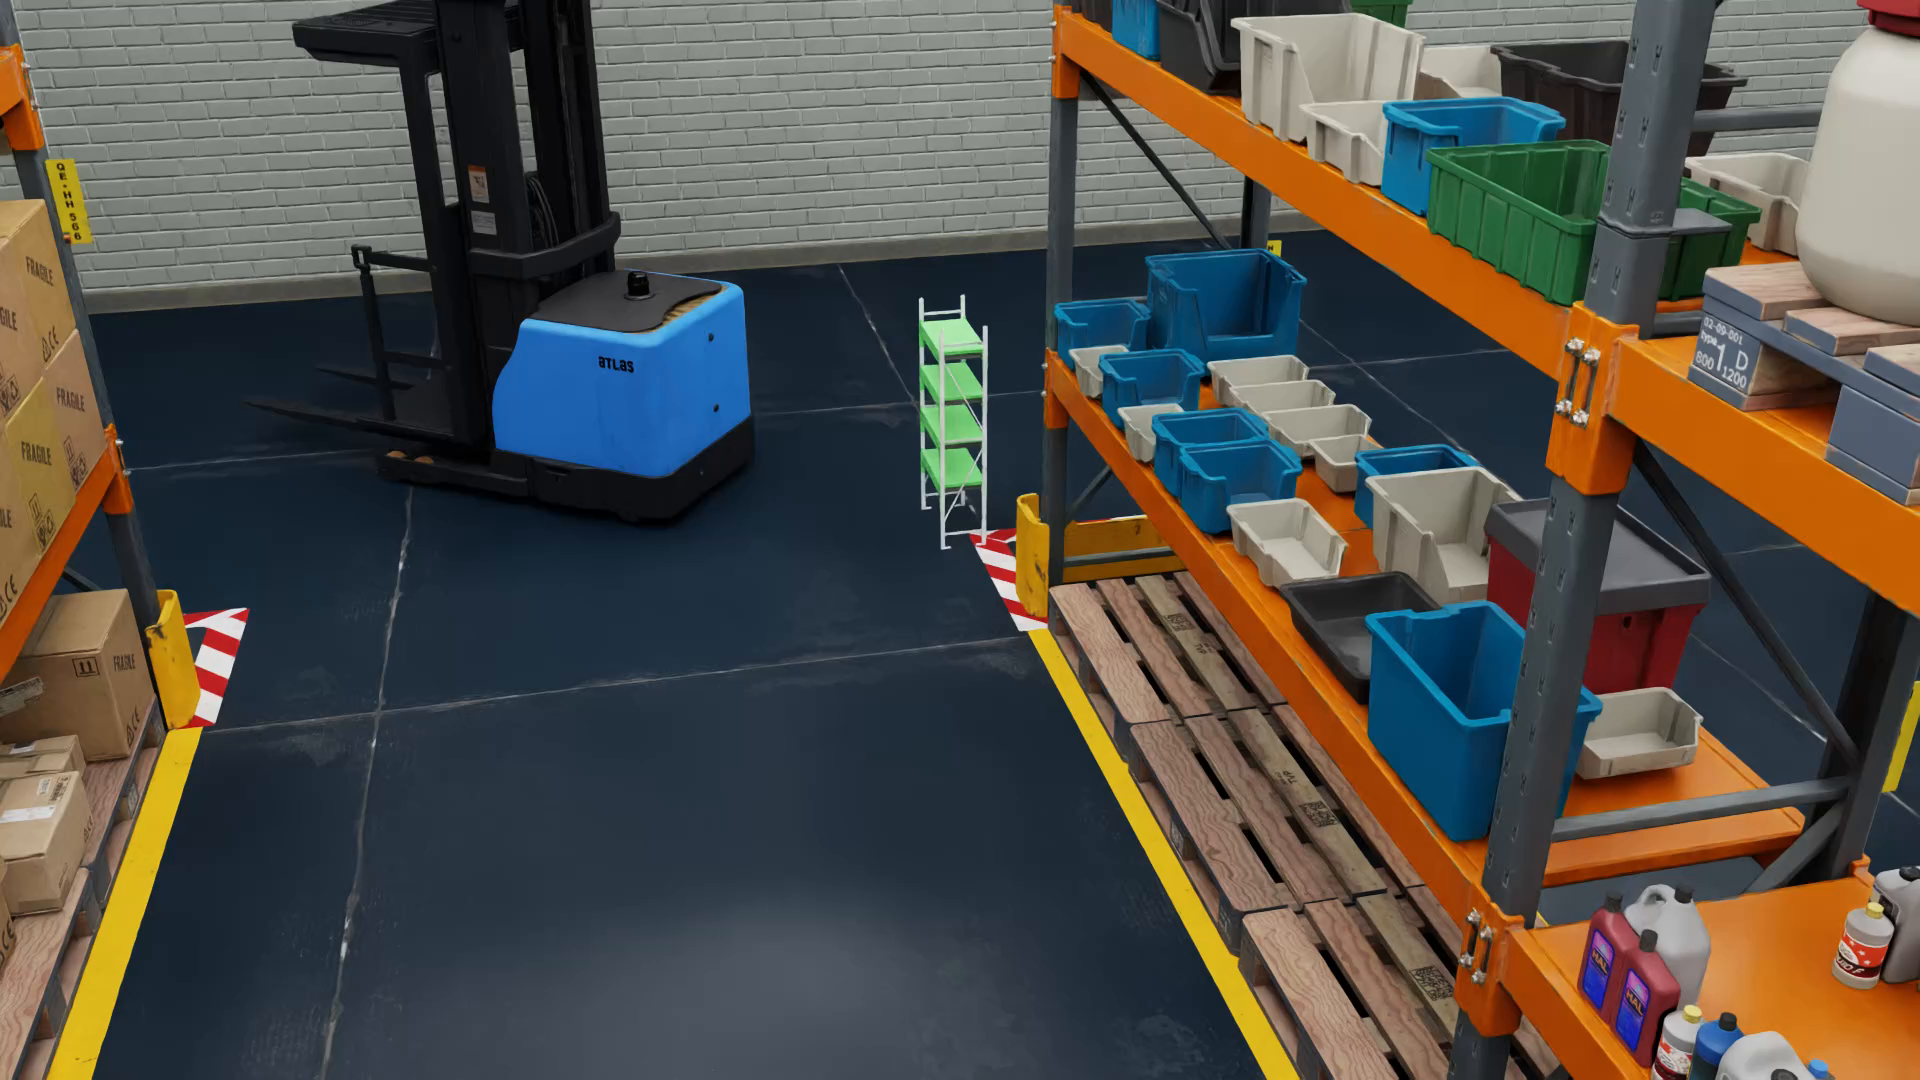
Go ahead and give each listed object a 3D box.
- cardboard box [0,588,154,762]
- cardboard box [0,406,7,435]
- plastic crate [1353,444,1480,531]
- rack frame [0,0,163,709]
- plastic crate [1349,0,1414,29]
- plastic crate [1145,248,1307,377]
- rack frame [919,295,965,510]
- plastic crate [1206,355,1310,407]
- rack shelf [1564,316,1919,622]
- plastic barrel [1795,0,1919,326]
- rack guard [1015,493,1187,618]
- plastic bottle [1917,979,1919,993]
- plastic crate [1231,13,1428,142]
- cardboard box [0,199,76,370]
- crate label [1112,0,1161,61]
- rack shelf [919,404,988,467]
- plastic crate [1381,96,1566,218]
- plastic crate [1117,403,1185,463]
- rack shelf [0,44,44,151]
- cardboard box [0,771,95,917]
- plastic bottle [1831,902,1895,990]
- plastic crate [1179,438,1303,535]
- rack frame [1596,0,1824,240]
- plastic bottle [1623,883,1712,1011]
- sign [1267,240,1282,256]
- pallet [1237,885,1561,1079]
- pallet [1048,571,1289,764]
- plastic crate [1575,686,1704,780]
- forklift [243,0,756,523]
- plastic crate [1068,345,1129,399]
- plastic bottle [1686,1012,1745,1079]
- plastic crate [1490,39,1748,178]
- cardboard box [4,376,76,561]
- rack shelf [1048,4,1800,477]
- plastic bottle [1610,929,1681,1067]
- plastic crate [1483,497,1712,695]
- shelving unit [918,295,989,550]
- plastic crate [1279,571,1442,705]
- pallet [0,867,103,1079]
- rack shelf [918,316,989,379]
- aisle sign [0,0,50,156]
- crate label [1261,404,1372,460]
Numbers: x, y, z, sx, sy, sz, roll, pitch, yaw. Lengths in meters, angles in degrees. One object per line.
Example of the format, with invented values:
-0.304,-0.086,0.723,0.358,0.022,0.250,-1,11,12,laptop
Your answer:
-3.576,0.551,6.616,0.500,0.500,0.500,-6,27,-12,cardboard box
-3.335,-0.457,5.106,0.500,0.500,0.500,-5,27,-10,cardboard box
1.600,-0.160,5.858,0.416,0.233,0.300,-6,27,-12,plastic crate
-3.939,-0.583,6.575,1.000,3.000,0.127,-6,27,-12,rack frame
1.388,-1.924,6.140,0.450,0.188,0.336,-6,27,-12,plastic crate
1.145,-0.998,7.293,0.616,0.435,0.499,-6,27,-12,plastic crate
-0.092,-0.715,8.836,0.240,1.200,0.015,-6,27,-12,rack frame
1.248,-0.653,6.942,0.396,0.136,0.243,-6,27,-12,plastic crate
2.240,0.532,1.836,1.077,0.370,4.000,-6,27,-12,rack shelf
1.664,-0.659,2.780,0.433,0.535,0.433,0,27,0,plastic barrel
0.870,0.023,8.150,1.175,0.500,0.348,-6,27,-12,rack guard
2.246,0.949,3.761,0.097,0.201,0.097,0,27,0,plastic bottle
1.087,-1.366,4.930,0.437,0.282,0.530,-6,27,-12,plastic crate
-3.571,-0.906,5.996,0.500,0.500,0.500,-6,27,-12,cardboard box
0.781,-1.919,6.059,0.408,0.251,0.502,-6,27,-12,crate label
-0.037,-0.551,8.652,0.258,0.148,0.480,-6,27,-12,rack shelf
1.273,-0.960,4.179,0.416,0.233,0.300,-6,27,-12,plastic crate
0.767,-0.404,6.448,0.250,0.136,0.298,-6,27,-12,plastic crate
-3.488,-0.723,4.322,1.077,0.370,4.000,-6,27,-12,rack shelf
-3.392,1.082,5.840,0.500,0.250,0.500,-6,27,-12,cardboard box
2.076,0.922,3.815,0.097,0.201,0.097,0,27,0,plastic bottle
0.987,-0.184,5.906,0.416,0.233,0.300,-6,27,-12,plastic crate
1.789,-2.006,2.738,1.000,3.000,0.127,-6,27,-12,rack frame
1.562,0.899,3.694,0.144,0.351,0.185,-6,27,-12,plastic bottle
1.420,-1.220,7.657,0.100,0.325,0.005,-6,27,-12,sign
1.586,1.598,5.350,1.003,0.211,1.213,-6,27,-12,pallet
1.036,0.527,7.472,1.003,0.211,1.213,-6,27,-12,pallet
1.824,0.544,4.569,0.396,0.136,0.243,-6,27,-12,plastic crate
-2.746,-1.818,9.098,3.031,2.935,1.130,11,29,20,forklift
0.614,-0.702,7.038,0.250,0.136,0.298,-6,27,-12,plastic crate
1.552,1.084,3.416,0.097,0.271,0.097,0,27,0,plastic bottle
1.776,-1.182,4.579,0.497,0.269,0.590,-6,27,-12,plastic crate
-3.452,-0.231,5.767,0.500,0.500,0.500,-6,27,-11,cardboard box
1.339,-1.224,5.315,1.077,0.370,4.000,-6,27,-12,rack shelf
1.486,0.987,3.595,0.061,0.283,0.133,-6,27,-12,plastic bottle
1.832,0.199,4.889,0.402,0.464,0.583,-6,27,-12,plastic crate
-0.037,-0.608,8.624,0.258,1.200,0.503,-6,27,-12,shelving unit
1.275,0.304,5.057,0.437,0.125,0.590,-6,27,-12,plastic crate
-3.470,1.580,5.385,1.003,0.211,1.213,-6,27,-12,pallet
-0.037,-0.980,8.436,0.258,0.148,0.480,-6,27,-12,rack shelf
-3.656,-1.804,6.111,0.394,0.787,0.004,-6,27,-12,aisle sign
1.386,-0.405,6.449,0.396,0.136,0.243,-6,27,-12,crate label
